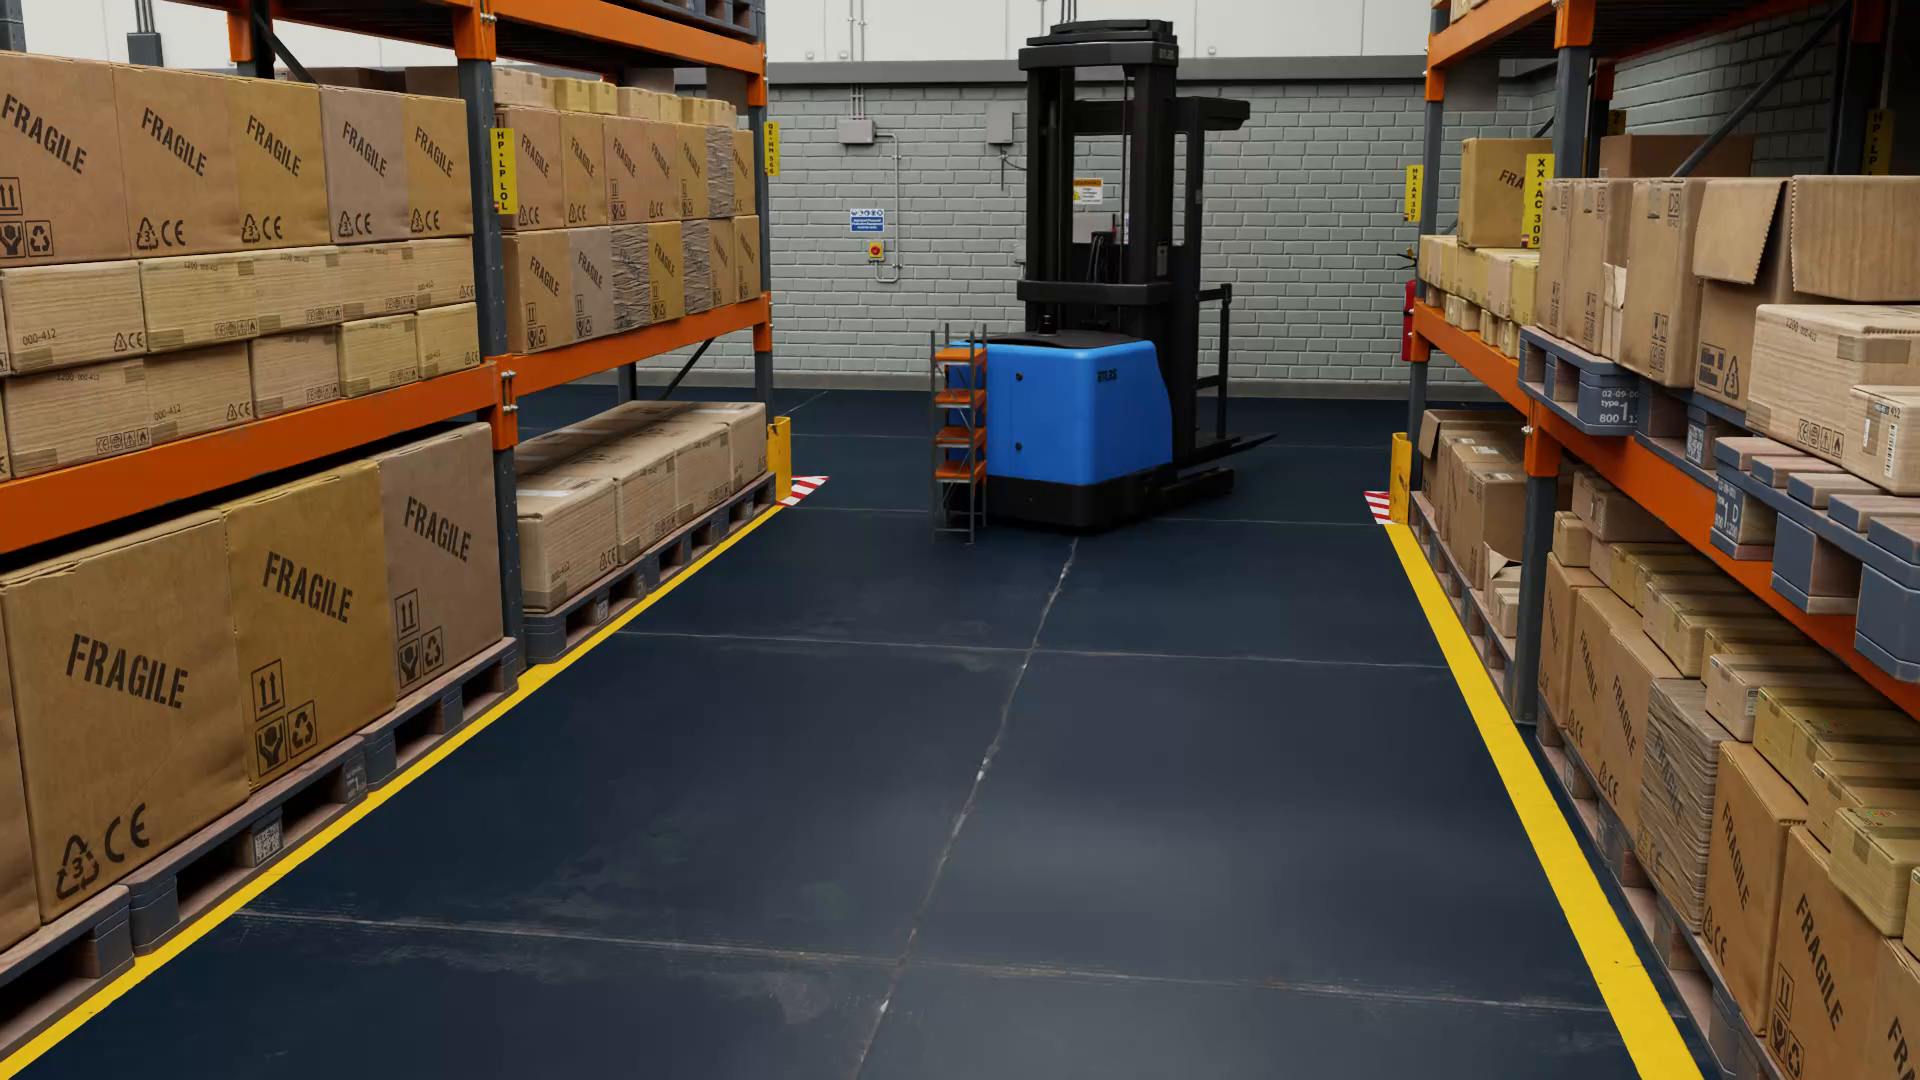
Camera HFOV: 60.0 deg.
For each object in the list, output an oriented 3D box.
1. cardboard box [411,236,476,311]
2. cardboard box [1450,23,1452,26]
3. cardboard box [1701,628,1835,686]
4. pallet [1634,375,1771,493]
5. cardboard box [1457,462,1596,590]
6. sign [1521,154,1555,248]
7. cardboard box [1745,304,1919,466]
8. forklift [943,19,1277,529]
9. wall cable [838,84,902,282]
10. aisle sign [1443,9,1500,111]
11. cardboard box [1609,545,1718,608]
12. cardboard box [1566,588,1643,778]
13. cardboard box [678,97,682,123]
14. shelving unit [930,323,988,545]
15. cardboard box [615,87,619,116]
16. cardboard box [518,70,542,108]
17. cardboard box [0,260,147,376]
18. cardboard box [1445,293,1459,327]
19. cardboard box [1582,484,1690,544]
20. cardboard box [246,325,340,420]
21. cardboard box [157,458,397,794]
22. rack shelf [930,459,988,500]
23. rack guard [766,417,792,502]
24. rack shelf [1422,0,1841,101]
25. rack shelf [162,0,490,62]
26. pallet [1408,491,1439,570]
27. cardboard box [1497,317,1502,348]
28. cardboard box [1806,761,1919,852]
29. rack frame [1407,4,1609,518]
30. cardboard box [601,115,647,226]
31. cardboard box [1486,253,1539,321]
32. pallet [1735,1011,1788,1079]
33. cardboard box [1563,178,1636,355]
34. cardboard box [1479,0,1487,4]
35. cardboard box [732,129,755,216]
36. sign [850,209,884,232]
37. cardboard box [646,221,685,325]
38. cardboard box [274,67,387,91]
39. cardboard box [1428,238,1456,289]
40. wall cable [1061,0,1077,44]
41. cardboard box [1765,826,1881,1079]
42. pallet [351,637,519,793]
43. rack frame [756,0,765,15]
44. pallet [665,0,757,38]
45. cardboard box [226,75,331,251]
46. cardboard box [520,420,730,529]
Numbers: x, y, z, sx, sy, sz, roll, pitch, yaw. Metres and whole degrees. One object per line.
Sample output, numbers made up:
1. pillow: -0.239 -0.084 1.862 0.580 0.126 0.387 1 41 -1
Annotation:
1. cardboard box: -2.143 -0.995 6.158 0.500 0.250 0.500 2 12 9
2. cardboard box: 2.926 -2.880 9.215 0.380 0.149 0.250 2 12 10
3. cardboard box: 2.120 0.334 4.223 0.380 0.149 0.250 2 12 9
4. pallet: 2.269 -0.242 3.950 1.003 0.211 1.213 2 12 9
5. cardboard box: 2.688 -0.062 7.598 0.700 0.500 0.500 1 12 7
6. sign: 2.052 -1.202 5.897 0.100 0.325 0.005 2 12 9
7. cardboard box: 1.817 -0.292 3.090 0.500 0.250 0.500 1 12 6
8. forklift: 1.147 -1.756 10.683 1.130 2.935 3.031 8 15 34
9. wall cable: -0.856 -3.442 15.860 0.585 1.953 0.123 2 12 9
10. aisle sign: 2.925 -2.890 9.614 0.394 0.787 0.004 2 12 9
11. cardboard box: 2.277 0.116 5.230 0.380 0.149 0.250 1 12 6
12. cardboard box: 2.221 0.458 5.184 0.500 0.500 0.500 2 12 8
13. cardboard box: -1.719 -2.316 8.970 0.380 0.149 0.250 2 12 8
14. shelving unit: -0.003 -0.612 9.487 0.258 1.200 0.503 2 12 9
15. cardboard box: -1.864 -2.103 7.980 0.380 0.149 0.250 2 12 8
16. cardboard box: -1.987 -1.889 6.988 0.380 0.149 0.250 2 12 9
17. cardboard box: -2.439 -0.570 4.187 0.500 0.250 0.500 2 12 8
18. cardboard box: 2.636 -1.147 8.291 0.380 0.149 0.250 2 12 7
19. cardboard box: 2.279 -0.087 5.469 0.380 0.149 0.250 1 12 6
20. cardboard box: -2.311 -0.538 5.225 0.500 0.250 0.500 2 12 7
21. cardboard box: -2.463 0.230 5.352 0.875 0.875 0.875 2 12 10
22. rack shelf: -0.003 -0.353 9.543 0.258 0.148 0.480 2 12 9
23. rack guard: -1.697 -0.539 10.807 1.175 0.500 0.348 2 12 9
24. rack shelf: 2.897 -2.294 7.606 1.077 0.370 4.000 2 12 9
25. rack shelf: -2.623 -1.621 4.485 1.077 0.370 4.000 2 12 9
26. pallet: 3.072 -0.051 9.228 1.003 0.211 1.213 2 12 9
27. cardboard box: 2.491 -0.878 7.045 0.380 0.149 0.250 2 12 10
28. cardboard box: 1.896 0.547 3.232 0.380 0.149 0.250 1 12 7
29. rack frame: 3.205 -1.596 9.778 1.000 3.000 0.127 2 12 9
30. cardboard box: -1.829 -1.763 7.945 0.500 0.500 0.500 2 12 10
31. cardboard box: 2.489 -1.054 6.913 0.500 0.250 0.500 2 12 9
32. pallet: 2.127 1.279 3.060 1.003 0.211 1.213 2 12 9
33. cardboard box: 2.215 -0.816 4.926 0.700 0.500 0.500 2 12 9
34. cardboard box: 2.561 -2.512 7.508 0.380 0.149 0.250 2 12 10
35. cardboard box: -1.539 -2.185 9.903 0.500 0.500 0.500 2 12 11
36. sign: -0.894 -3.077 16.009 0.327 0.218 0.001 2 12 9
37. cardboard box: -1.741 -1.376 8.523 0.500 0.500 0.500 2 12 10
38. cardboard box: -2.583 -1.852 6.818 0.380 0.149 0.250 2 12 7
39. cardboard box: 2.792 -1.477 8.878 0.500 0.250 0.500 2 12 9
40. wall cable: 2.386 -5.777 14.850 2.988 3.039 0.133 2 12 9
41. cardboard box: 1.914 0.887 3.192 0.500 0.500 0.500 2 12 8
42. pallet: -2.360 0.603 6.194 1.003 0.211 1.213 2 12 9
43. rack frame: -1.700 -4.688 9.889 1.000 3.000 0.127 2 12 9
44. pallet: -1.804 -3.024 9.496 1.003 0.211 1.213 2 12 9
45. cardboard box: -2.306 -1.147 5.084 0.500 0.500 0.500 2 12 10
46. cardboard box: -1.835 -0.377 9.208 0.875 0.438 0.875 2 12 10
